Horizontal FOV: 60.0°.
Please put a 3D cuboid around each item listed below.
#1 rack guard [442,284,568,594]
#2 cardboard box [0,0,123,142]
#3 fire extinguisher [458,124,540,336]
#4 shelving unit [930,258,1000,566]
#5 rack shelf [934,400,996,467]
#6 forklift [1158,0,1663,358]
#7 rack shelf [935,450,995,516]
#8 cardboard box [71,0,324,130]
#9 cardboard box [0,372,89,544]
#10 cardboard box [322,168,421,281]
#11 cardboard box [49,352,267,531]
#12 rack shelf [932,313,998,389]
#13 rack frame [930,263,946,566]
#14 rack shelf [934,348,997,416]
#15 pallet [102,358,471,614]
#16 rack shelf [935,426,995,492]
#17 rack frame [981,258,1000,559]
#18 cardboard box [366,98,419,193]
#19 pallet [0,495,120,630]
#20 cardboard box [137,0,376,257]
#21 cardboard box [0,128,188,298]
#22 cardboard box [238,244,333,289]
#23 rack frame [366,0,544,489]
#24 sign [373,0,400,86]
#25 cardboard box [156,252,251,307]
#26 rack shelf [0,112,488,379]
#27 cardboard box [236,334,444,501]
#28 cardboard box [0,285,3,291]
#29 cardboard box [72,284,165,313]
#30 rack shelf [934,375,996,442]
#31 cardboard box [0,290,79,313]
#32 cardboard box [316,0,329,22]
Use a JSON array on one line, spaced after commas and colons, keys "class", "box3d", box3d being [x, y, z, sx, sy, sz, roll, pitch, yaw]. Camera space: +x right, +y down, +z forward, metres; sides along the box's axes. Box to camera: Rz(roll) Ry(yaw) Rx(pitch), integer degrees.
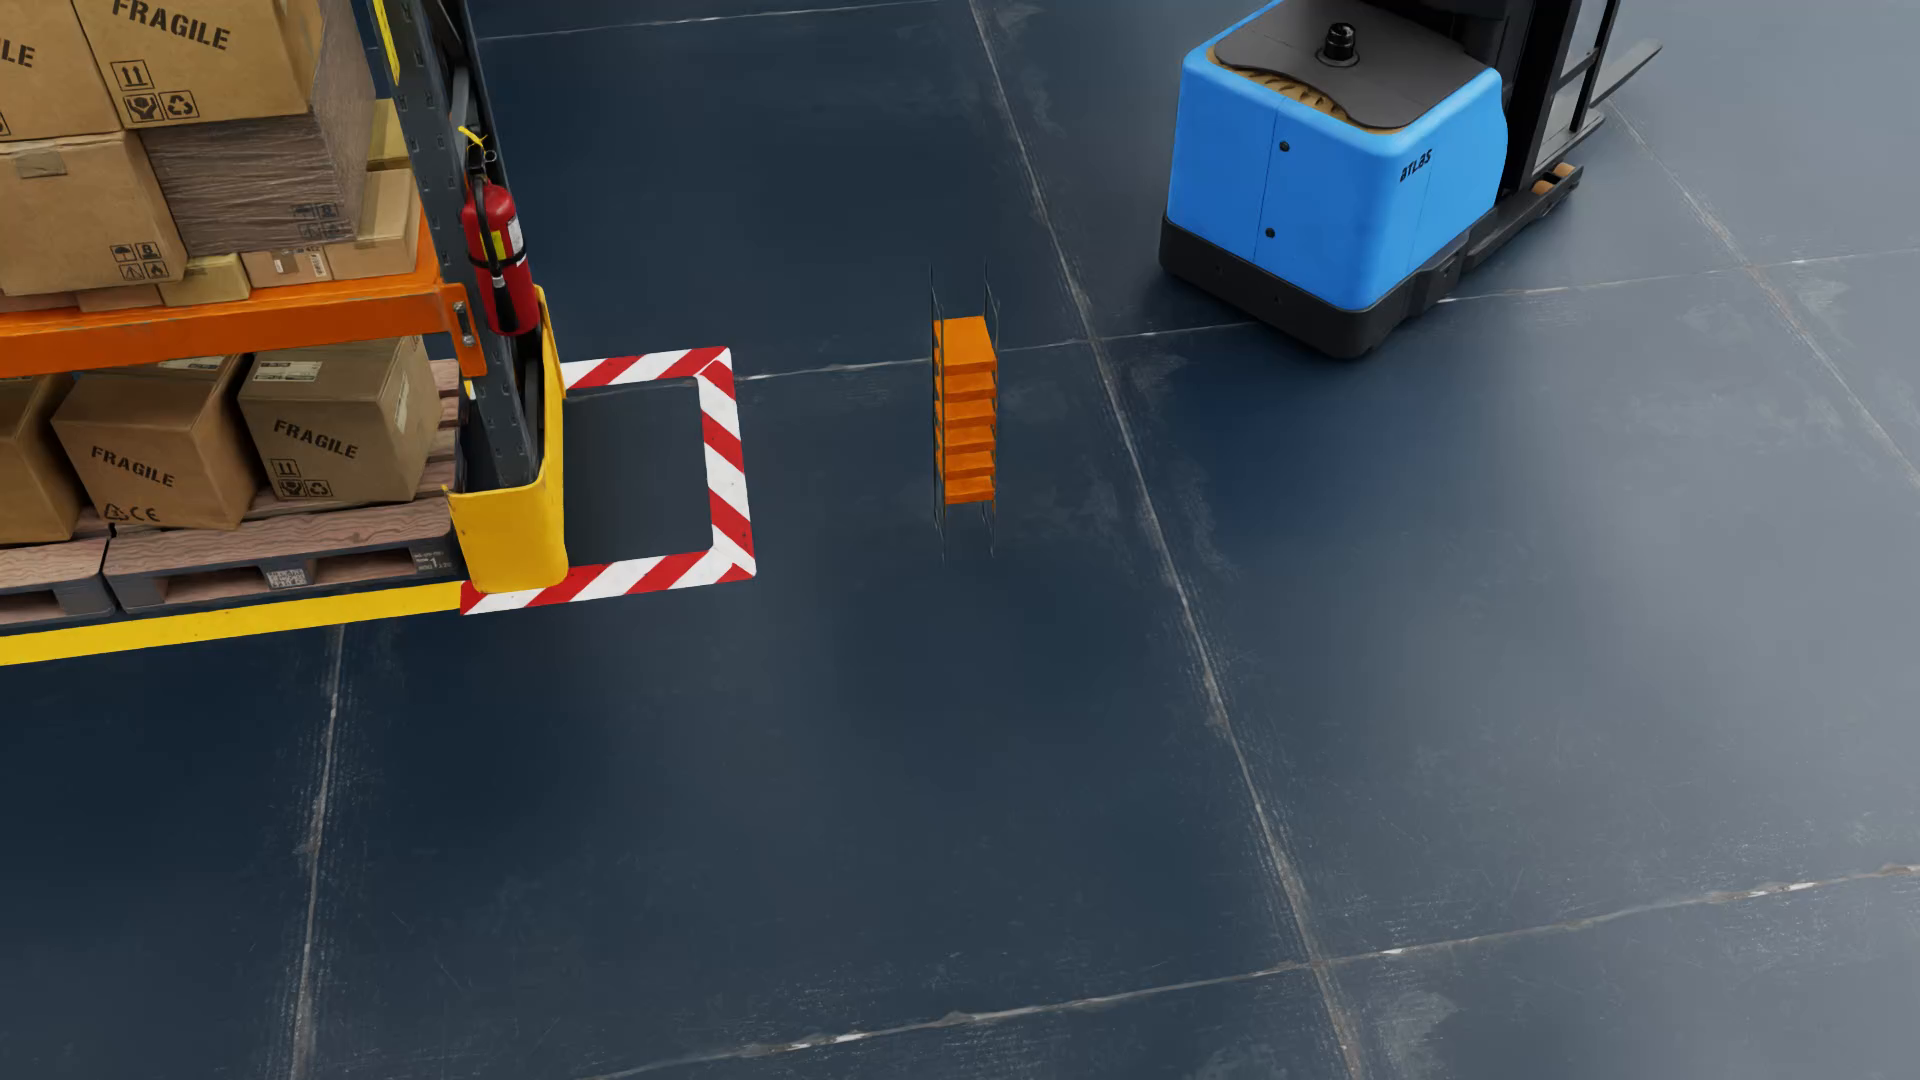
[{"class": "rack guard", "box3d": [-1.706, -0.404, 6.292, 0.348, 0.500, 1.175, -7, 46, -7]}, {"class": "cardboard box", "box3d": [-2.622, -1.457, 4.601, 0.500, 0.500, 0.500, -7, 46, -7]}, {"class": "fire extinguisher", "box3d": [-1.439, -0.941, 5.127, 0.183, 0.674, 0.296, -7, 46, -7]}, {"class": "shelving unit", "box3d": [0.014, -0.418, 5.820, 0.189, 1.200, 0.258, -7, 46, -7]}, {"class": "rack shelf", "box3d": [0.014, -0.387, 5.852, 0.180, 0.103, 0.258, -7, 46, -7]}, {"class": "forklift", "box3d": [2.252, -2.737, 6.852, 1.130, 2.935, 3.031, 34, 55, 28]}, {"class": "rack shelf", "box3d": [0.014, -0.221, 6.024, 0.180, 0.103, 0.258, -7, 46, -7]}, {"class": "cardboard box", "box3d": [-2.131, -1.523, 4.664, 0.500, 0.500, 0.500, -7, 46, -7]}, {"class": "cardboard box", "box3d": [-3.452, -0.333, 5.932, 0.500, 0.500, 0.500, -3, 46, -3]}, {"class": "cardboard box", "box3d": [-1.876, -1.012, 5.317, 0.250, 0.149, 0.380, -7, 46, -7]}, {"class": "cardboard box", "box3d": [-2.832, -0.397, 5.993, 0.500, 0.500, 0.500, 4, 46, 4]}, {"class": "rack shelf", "box3d": [0.014, -0.637, 5.592, 0.180, 0.103, 0.258, -7, 46, -7]}, {"class": "rack frame", "box3d": [-0.076, -0.407, 5.809, 0.006, 1.200, 0.240, -7, 46, -7]}, {"class": "rack shelf", "box3d": [0.014, -0.554, 5.679, 0.180, 0.103, 0.258, -7, 46, -7]}, {"class": "pallet", "box3d": [-2.512, -0.229, 6.324, 1.213, 0.211, 1.003, -7, 46, -7]}, {"class": "rack shelf", "box3d": [0.014, -0.304, 5.938, 0.180, 0.103, 0.258, -7, 46, -7]}, {"class": "rack frame", "box3d": [0.104, -0.429, 5.830, 0.006, 1.200, 0.240, -7, 46, -7]}, {"class": "cardboard box", "box3d": [-1.952, -1.328, 5.621, 0.250, 0.149, 0.380, -7, 46, -7]}, {"class": "pallet", "box3d": [-3.712, -0.082, 6.182, 1.213, 0.211, 1.003, -7, 46, -7]}, {"class": "cardboard box", "box3d": [-2.177, -1.371, 5.212, 0.500, 0.500, 0.875, -7, 46, -7]}, {"class": "cardboard box", "box3d": [-2.650, -1.224, 5.070, 0.500, 0.500, 0.875, -7, 46, -7]}, {"class": "cardboard box", "box3d": [-2.123, -0.982, 5.287, 0.250, 0.149, 0.380, -7, 46, -7]}, {"class": "rack frame", "box3d": [-1.631, -1.281, 5.401, 0.127, 3.000, 1.000, -7, 46, -7]}, {"class": "sign", "box3d": [-1.556, -1.396, 4.488, 0.005, 0.325, 0.100, -7, 46, -7]}, {"class": "cardboard box", "box3d": [-2.360, -0.915, 5.223, 0.250, 0.149, 0.380, -7, 46, -7]}, {"class": "rack shelf", "box3d": [-3.601, -0.786, 5.423, 4.000, 0.370, 1.077, -7, 46, -7]}, {"class": "cardboard box", "box3d": [-2.249, -0.494, 6.088, 0.500, 0.500, 0.500, 1, 46, 1]}, {"class": "cardboard box", "box3d": [-3.150, -1.193, 5.041, 0.500, 0.500, 0.875, -7, 46, -7]}, {"class": "cardboard box", "box3d": [-2.609, -0.895, 5.204, 0.250, 0.149, 0.380, -7, 46, -7]}, {"class": "rack shelf", "box3d": [0.014, -0.471, 5.765, 0.180, 0.103, 0.258, -7, 46, -7]}, {"class": "cardboard box", "box3d": [-2.863, -0.894, 5.202, 0.250, 0.149, 0.380, -7, 46, -7]}, {"class": "cardboard box", "box3d": [-2.219, -1.891, 5.019, 0.500, 0.500, 0.500, -7, 46, -7]}]
